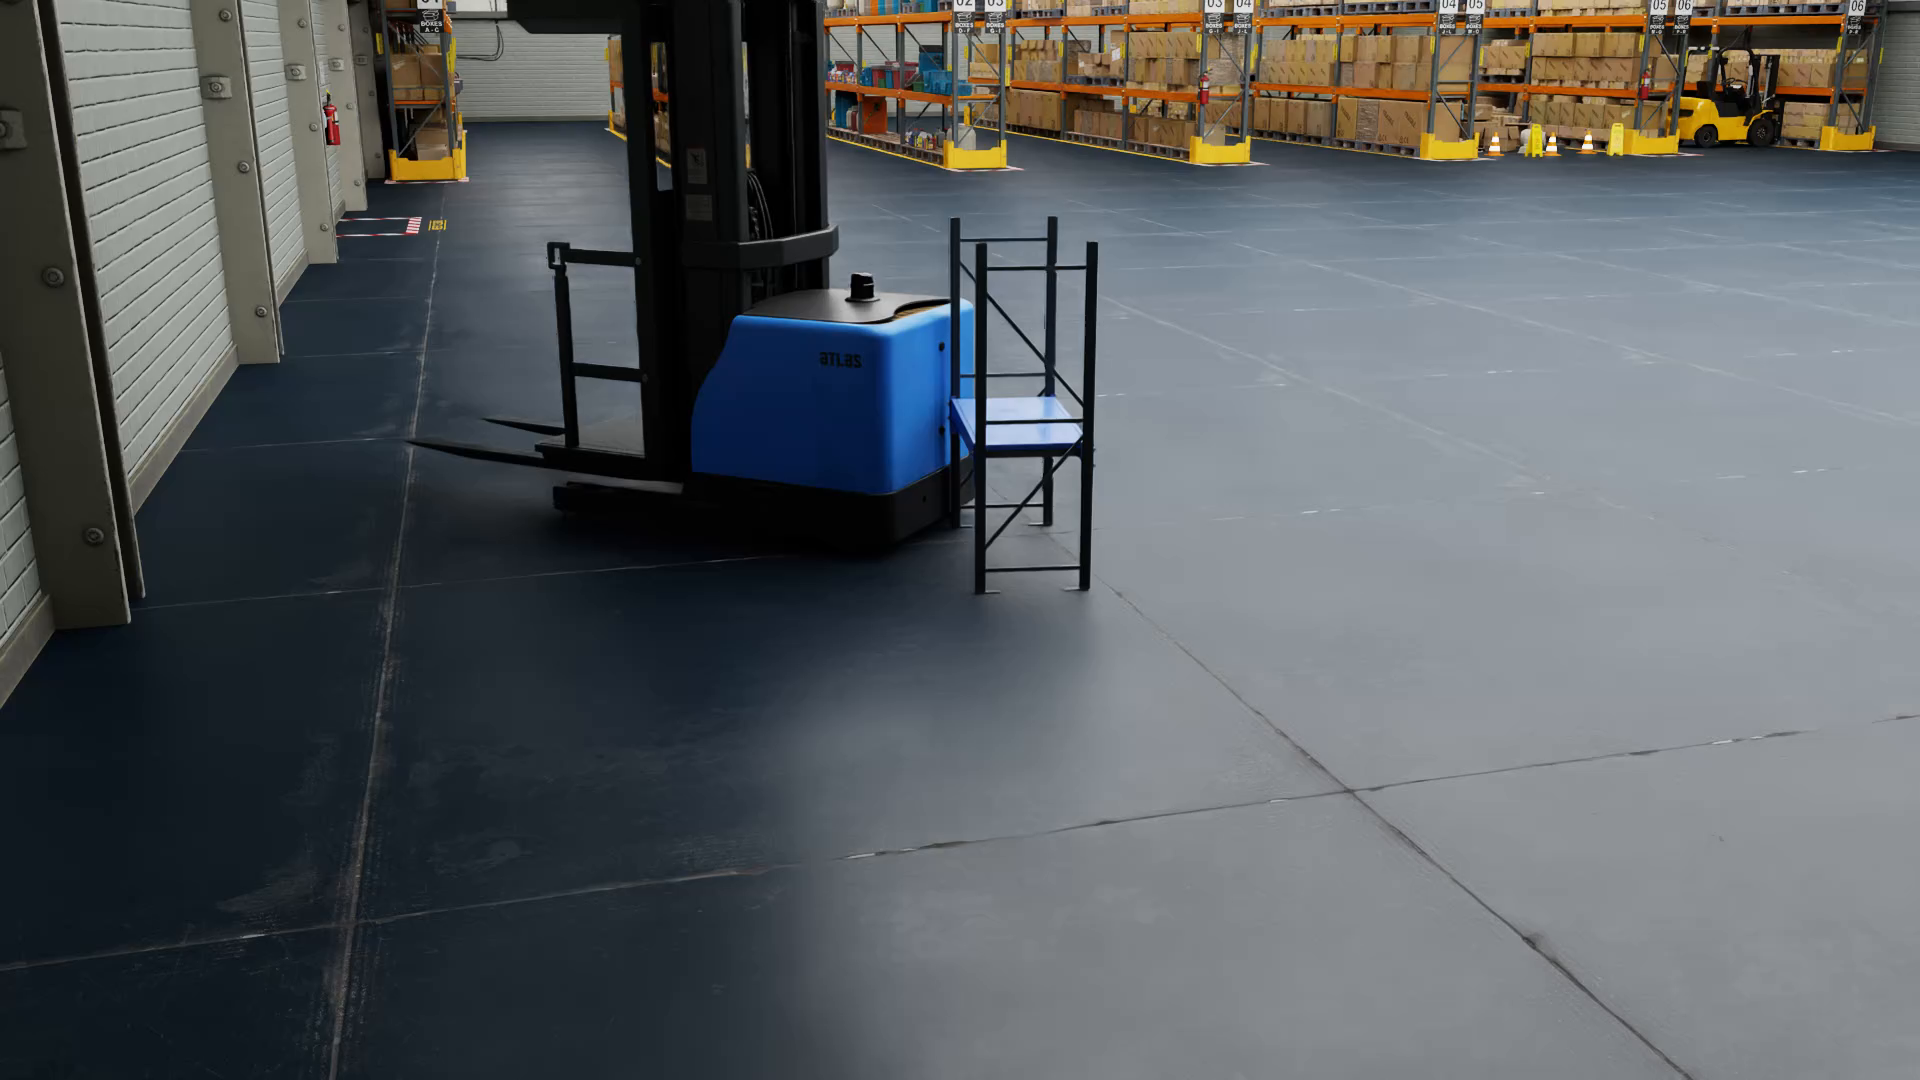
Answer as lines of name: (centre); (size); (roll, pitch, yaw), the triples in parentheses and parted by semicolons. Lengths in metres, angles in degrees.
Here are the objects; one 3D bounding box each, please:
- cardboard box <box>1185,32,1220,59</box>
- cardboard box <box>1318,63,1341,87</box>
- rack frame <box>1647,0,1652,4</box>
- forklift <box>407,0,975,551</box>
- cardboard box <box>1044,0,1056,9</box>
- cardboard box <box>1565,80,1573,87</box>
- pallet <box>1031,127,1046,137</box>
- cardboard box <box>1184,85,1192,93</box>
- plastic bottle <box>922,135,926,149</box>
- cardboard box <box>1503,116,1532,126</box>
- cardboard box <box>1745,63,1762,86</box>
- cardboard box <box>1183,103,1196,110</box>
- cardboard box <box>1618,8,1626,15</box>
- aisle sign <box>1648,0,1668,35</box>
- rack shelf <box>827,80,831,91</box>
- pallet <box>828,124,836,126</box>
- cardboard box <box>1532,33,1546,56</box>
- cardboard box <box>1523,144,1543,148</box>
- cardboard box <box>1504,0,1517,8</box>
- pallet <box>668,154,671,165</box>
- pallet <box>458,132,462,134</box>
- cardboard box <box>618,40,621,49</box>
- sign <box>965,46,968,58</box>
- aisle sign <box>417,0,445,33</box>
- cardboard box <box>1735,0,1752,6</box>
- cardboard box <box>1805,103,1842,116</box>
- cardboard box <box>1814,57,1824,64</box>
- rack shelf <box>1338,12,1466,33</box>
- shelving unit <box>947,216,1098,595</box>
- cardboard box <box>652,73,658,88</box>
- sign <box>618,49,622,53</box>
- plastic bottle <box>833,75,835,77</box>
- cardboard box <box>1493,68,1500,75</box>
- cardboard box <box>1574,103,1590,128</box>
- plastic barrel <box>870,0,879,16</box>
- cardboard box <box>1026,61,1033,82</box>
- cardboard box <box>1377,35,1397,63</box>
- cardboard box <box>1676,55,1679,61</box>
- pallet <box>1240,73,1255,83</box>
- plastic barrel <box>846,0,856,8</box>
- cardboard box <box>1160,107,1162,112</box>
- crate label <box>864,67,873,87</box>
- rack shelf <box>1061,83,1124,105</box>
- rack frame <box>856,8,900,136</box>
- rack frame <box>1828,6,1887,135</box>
cardboard box: (4.719, -9.627, 32.357); (0.500, 0.500, 0.500); (-5, 17, -15)
cardboard box: (8.405, -10.466, 37.408); (0.500, 0.500, 0.500); (-5, 17, -16)
rack frame: (14.636, -12.481, 33.862); (1.000, 3.000, 0.127); (-5, 17, -15)
forklift: (-1.472, -1.622, 8.257); (3.031, 2.935, 1.130); (8, 18, 24)
cardboard box: (2.351, -13.118, 40.291); (0.500, 0.500, 0.500); (-4, 17, -12)
cardboard box: (13.658, -10.127, 36.889); (0.380, 0.149, 0.250); (-5, 17, -15)
pallet: (2.433, -10.263, 41.751); (1.003, 0.211, 1.213); (-5, 17, -15)
cardboard box: (4.645, -8.901, 32.808); (0.380, 0.149, 0.250); (-5, 17, -15)
plastic bottle: (-0.662, -7.923, 33.084); (0.152, 0.276, 0.135); (-5, 17, -17)
cardboard box: (13.391, -9.802, 39.208); (0.950, 0.372, 0.625); (-4, 17, -15)
cardboard box: (18.479, -10.730, 38.285); (0.500, 0.500, 0.500); (-5, 17, -16)
cardboard box: (6.259, -11.707, 44.902); (0.380, 0.149, 0.250); (-4, 17, -14)
cardboard box: (14.129, -11.144, 35.058); (0.380, 0.149, 0.250); (-4, 17, -14)
aisle sign: (14.375, -10.813, 34.217); (0.394, 0.787, 0.004); (-5, 17, -15)
rack shelf: (-3.502, -11.961, 43.808); (1.077, 0.370, 4.000); (-5, 17, -15)
pallet: (-3.192, -10.617, 42.931); (1.003, 0.211, 1.213); (-5, 17, -15)
cardboard box: (13.450, -11.245, 37.745); (0.700, 0.500, 0.500); (-5, 17, -16)
cardboard box: (12.334, -8.446, 35.809); (0.380, 0.149, 0.250); (4, 17, 13)
cardboard box: (13.103, -12.571, 38.905); (0.500, 0.250, 0.500); (-4, 17, -15)
pallet: (-5.000, -7.252, 31.728); (1.003, 0.211, 1.213); (-5, 17, -15)
pallet: (-12.193, -9.426, 38.966); (1.003, 0.211, 1.213); (-5, 17, -15)
cardboard box: (-8.104, -12.008, 40.802); (0.500, 0.500, 0.500); (-5, 17, -15)
sign: (0.176, -13.661, 46.573); (0.100, 0.325, 0.005); (-5, 17, -15)
aisle sign: (-8.872, -8.899, 27.844); (0.394, 0.787, 0.004); (-5, 17, -15)
cardboard box: (18.303, -12.502, 38.394); (0.500, 0.311, 0.500); (-4, 17, -14)
cardboard box: (18.981, -9.468, 36.568); (0.500, 0.250, 0.500); (-4, 17, -13)
cardboard box: (18.944, -10.502, 36.400); (0.380, 0.149, 0.250); (-4, 17, -14)
rack shelf: (9.355, -10.834, 34.842); (1.077, 0.370, 4.000); (-5, 17, -15)
shelving unit: (0.259, -0.639, 7.473); (0.538, 1.500, 1.048); (-2, 17, -6)
cardboard box: (-6.557, -9.950, 36.017); (0.500, 0.311, 0.500); (-5, 17, -16)
sign: (-8.235, -11.731, 40.288); (0.100, 0.325, 0.005); (-5, 17, -15)
plastic bottle: (-3.058, -11.337, 40.824); (0.097, 0.201, 0.097); (0, 17, 0)
cardboard box: (12.896, -11.129, 39.494); (0.380, 0.149, 0.250); (-5, 17, -15)
cardboard box: (13.887, -9.337, 36.567); (0.500, 0.500, 0.500); (-5, 17, -17)
plastic barrel: (-1.656, -11.863, 36.271); (0.600, 0.830, 0.708); (-5, 17, -15)
cardboard box: (1.972, -11.767, 41.739); (0.500, 0.500, 0.500); (-5, 17, -17)
cardboard box: (9.306, -10.330, 34.991); (0.875, 0.550, 0.500); (-5, 17, -15)
cardboard box: (17.696, -11.748, 40.546); (0.380, 0.149, 0.250); (-5, 18, -17)
pallet: (7.408, -11.499, 41.351); (1.213, 0.211, 1.003); (-5, 17, -15)
plastic barrel: (-2.485, -12.827, 39.261); (0.433, 0.535, 0.433); (0, 17, 0)
cardboard box: (5.823, -12.070, 46.627); (0.380, 0.149, 0.250); (-4, 17, -12)
crate label: (-1.840, -10.367, 37.188); (0.502, 0.435, 0.616); (-5, 17, -15)
rack shelf: (3.459, -10.140, 37.745); (1.077, 0.370, 4.000); (-5, 17, -15)
rack frame: (-1.853, -10.646, 38.179); (1.000, 3.000, 0.127); (-5, 17, -15)
rack frame: (19.408, -10.002, 36.034); (1.000, 3.000, 0.127); (-5, 17, -15)
